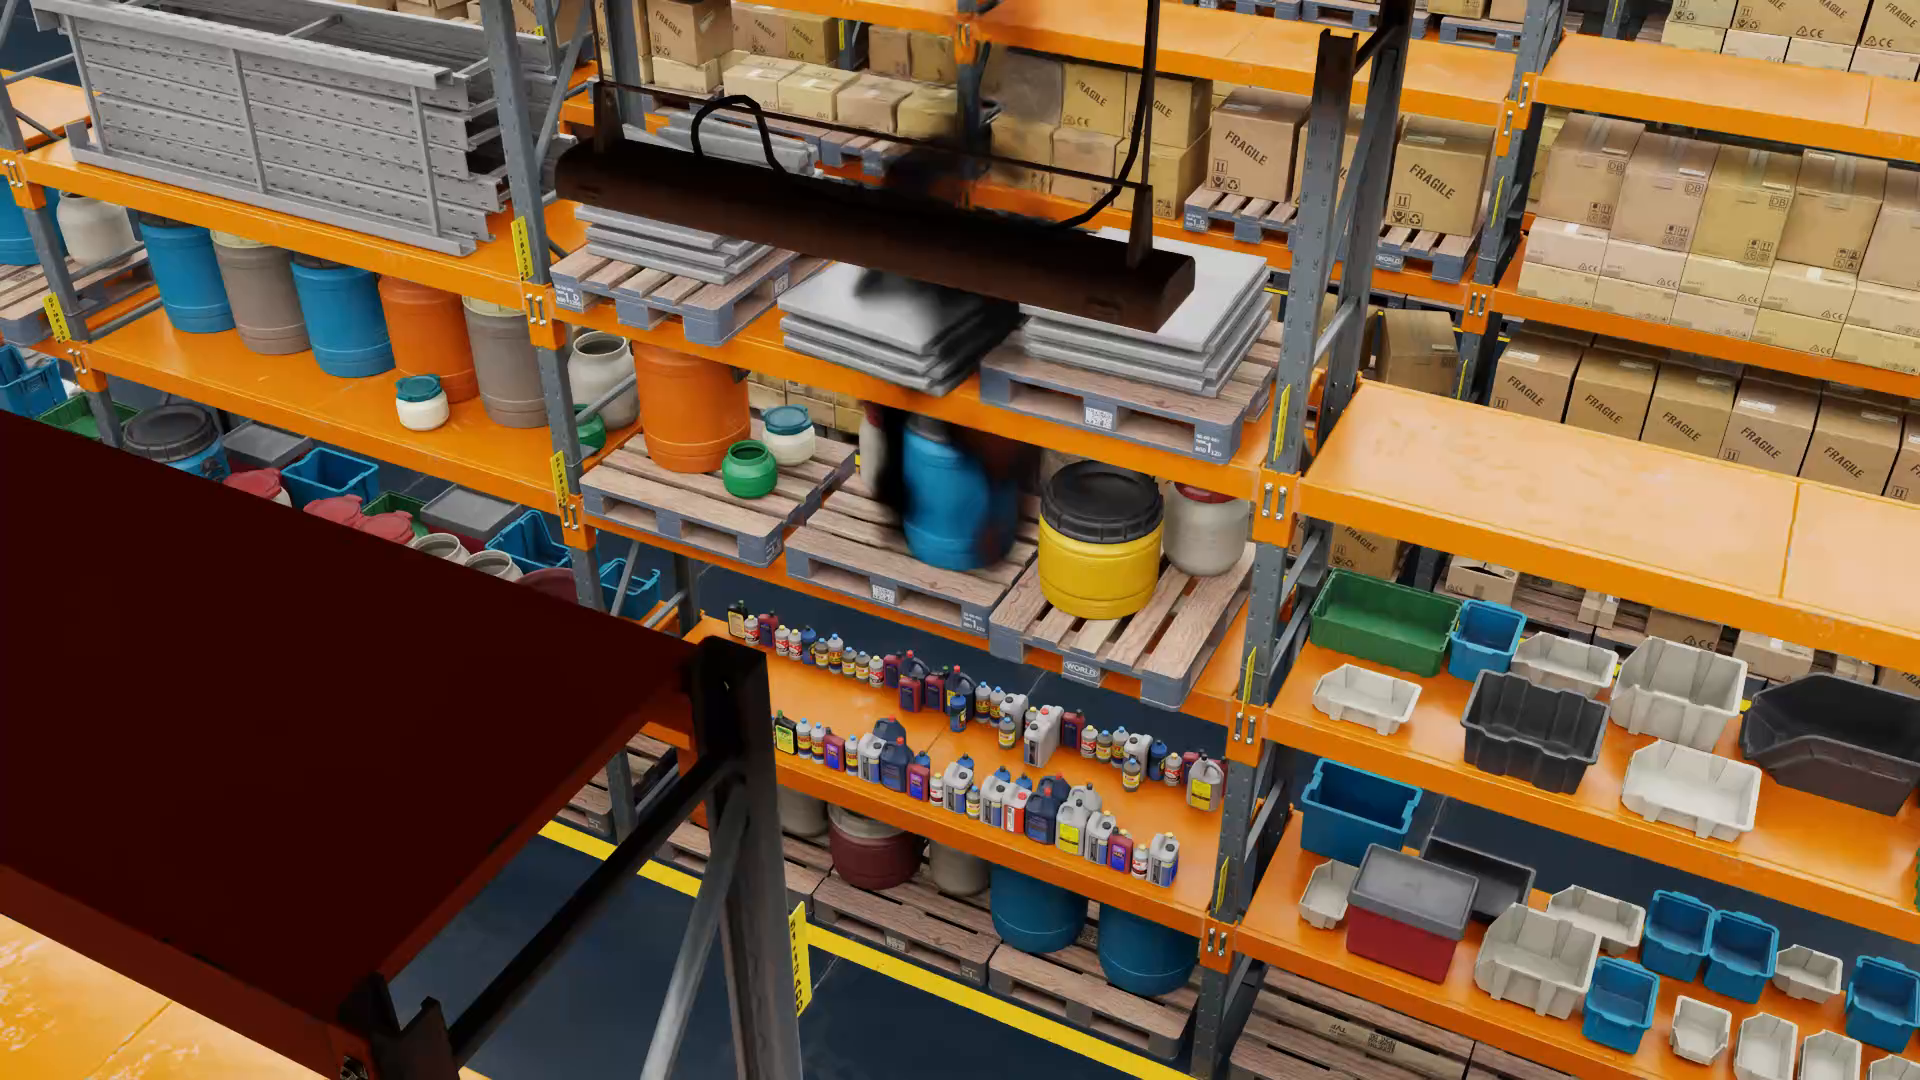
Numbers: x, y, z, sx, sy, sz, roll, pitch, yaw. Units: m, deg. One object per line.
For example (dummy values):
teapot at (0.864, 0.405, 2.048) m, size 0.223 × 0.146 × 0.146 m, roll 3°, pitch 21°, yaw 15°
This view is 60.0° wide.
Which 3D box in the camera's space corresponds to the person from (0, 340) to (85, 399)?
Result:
person at (-8.248, -1.667, 14.711) m, size 0.887 × 1.783 × 0.703 m, roll 9°, pitch 36°, yaw 12°
